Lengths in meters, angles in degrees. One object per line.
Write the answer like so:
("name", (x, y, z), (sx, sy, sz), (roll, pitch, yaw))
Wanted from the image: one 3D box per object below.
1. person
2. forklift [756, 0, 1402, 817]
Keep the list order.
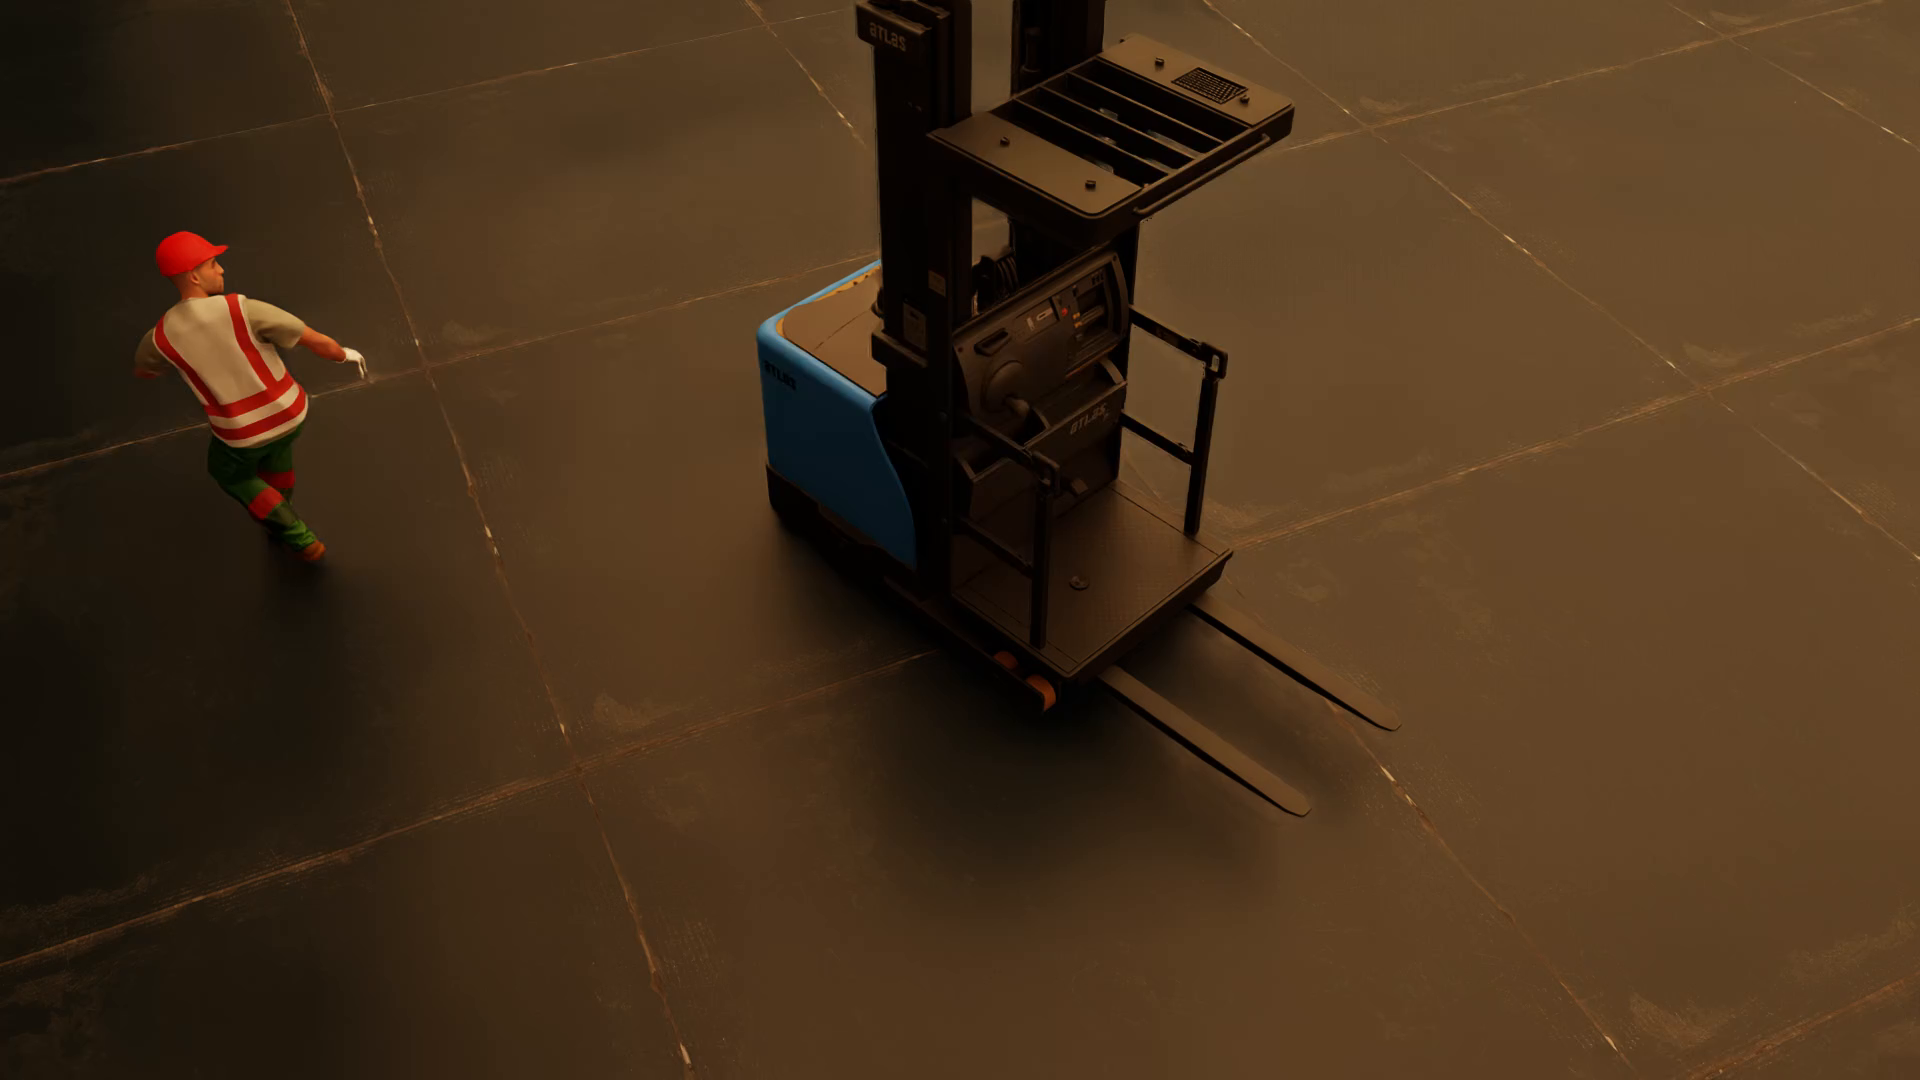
("person", (-3.094, -0.674, 7.348), (0.895, 1.644, 0.852), (-23, 48, -23))
("forklift", (0.483, -0.741, 6.474), (1.130, 2.935, 3.031), (-34, 53, -31))
